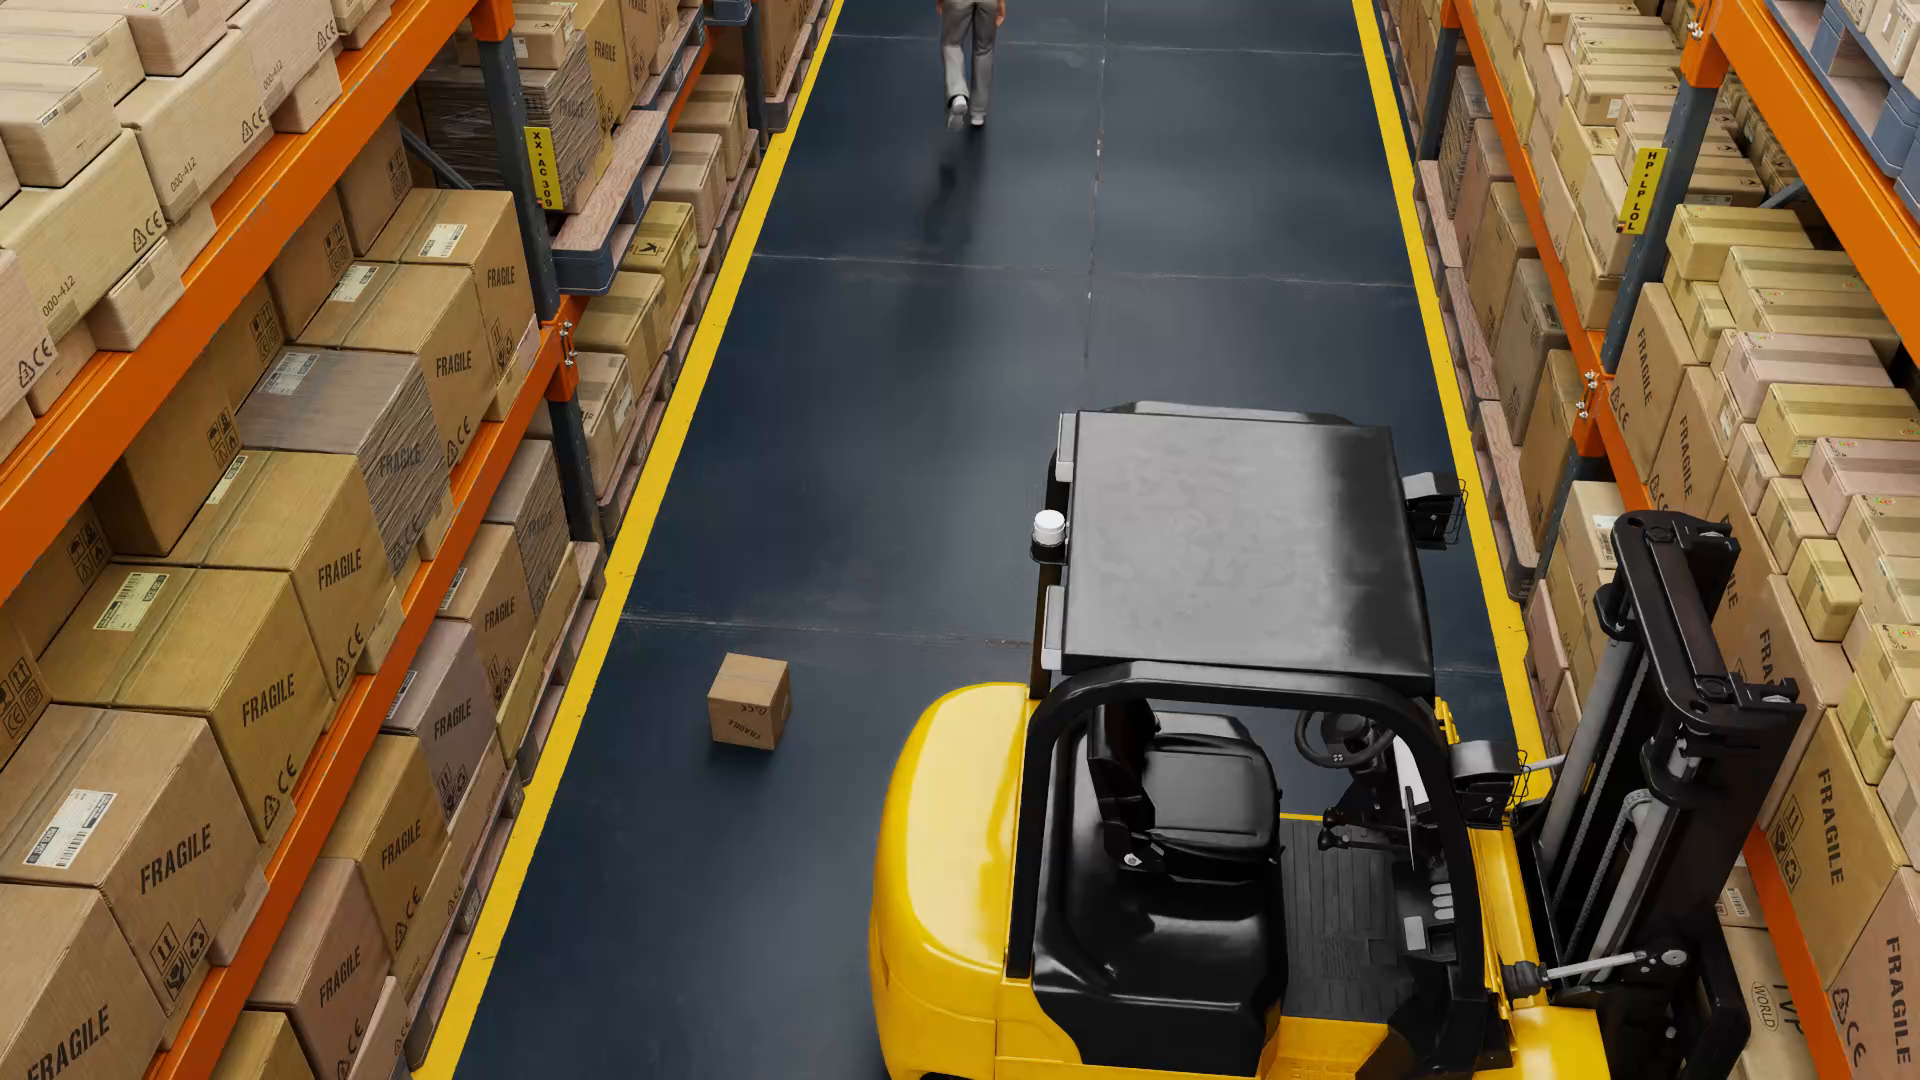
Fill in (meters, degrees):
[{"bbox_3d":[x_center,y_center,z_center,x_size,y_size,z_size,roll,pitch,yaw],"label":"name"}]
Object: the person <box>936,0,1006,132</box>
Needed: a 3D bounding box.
[{"bbox_3d":[0.077,-3.227,9.947,0.445,1.653,0.667,0,40,0],"label":"person"}]
